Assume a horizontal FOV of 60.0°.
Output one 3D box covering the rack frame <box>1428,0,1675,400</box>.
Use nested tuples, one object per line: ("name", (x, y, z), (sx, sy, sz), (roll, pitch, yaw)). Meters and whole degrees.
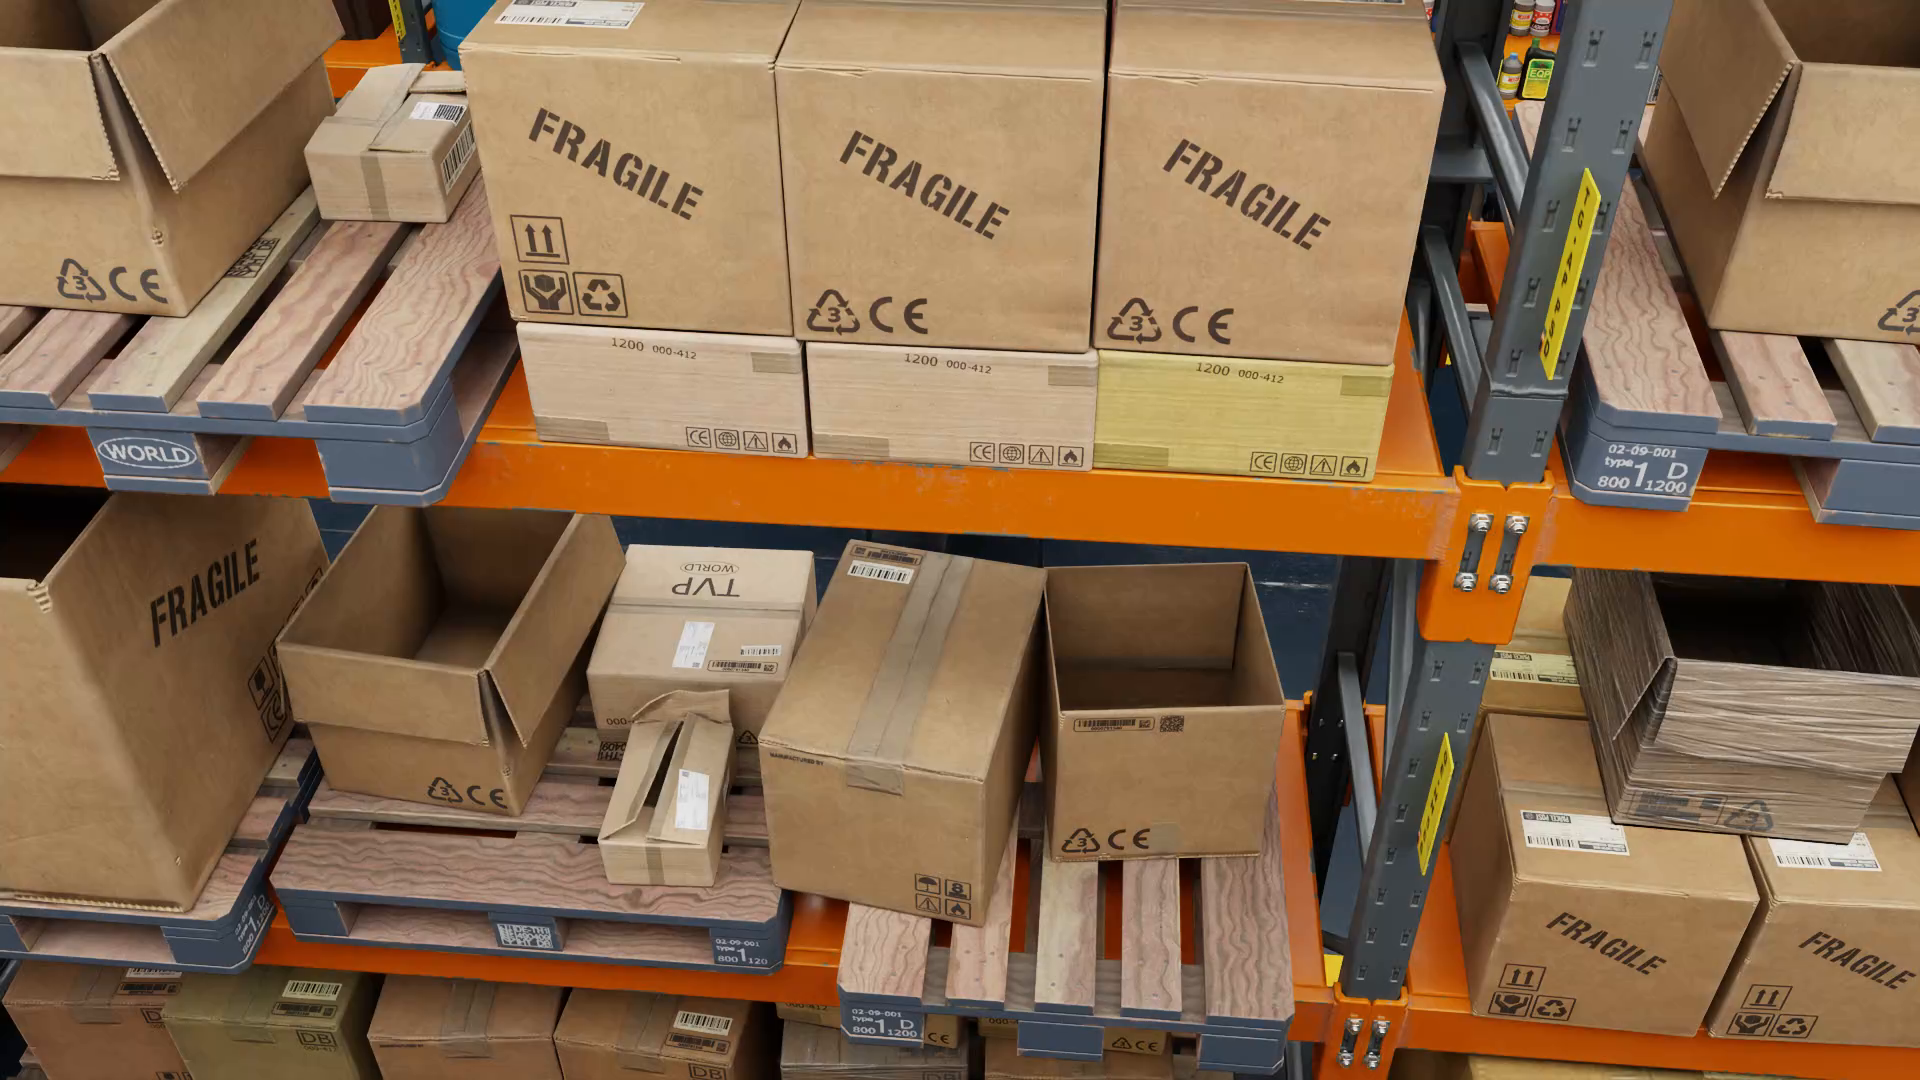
("rack frame", (0.996, -1.715, 2.229), (0.127, 3.000, 1.000), (3, 39, 4))

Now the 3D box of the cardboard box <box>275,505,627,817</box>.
("cardboard box", (-1.254, 0.227, 4.180), (0.637, 0.503, 0.797), (7, 40, 8))

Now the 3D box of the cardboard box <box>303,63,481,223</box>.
("cardboard box", (-1.112, -0.803, 3.336), (0.250, 0.166, 0.380), (2, 39, 3))

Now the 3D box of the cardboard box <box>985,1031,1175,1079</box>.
("cardboard box", (0.327, 1.386, 4.802), (0.500, 0.500, 0.700), (1, 39, 1))

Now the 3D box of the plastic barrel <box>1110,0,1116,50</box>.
("plastic barrel", (0.935, -2.391, 7.704), (0.708, 0.536, 0.600), (3, 39, 4))

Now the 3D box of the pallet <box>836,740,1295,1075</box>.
("pallet", (0.277, 0.714, 4.148), (1.003, 0.211, 1.213), (3, 39, 4))

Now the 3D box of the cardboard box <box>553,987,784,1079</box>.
("cardboard box", (-0.792, 1.338, 4.862), (0.500, 0.500, 0.700), (6, 40, 8))

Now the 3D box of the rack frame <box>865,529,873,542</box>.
("rack frame", (-0.371, -0.602, 6.801), (0.023, 1.500, 0.400), (3, 39, 4))

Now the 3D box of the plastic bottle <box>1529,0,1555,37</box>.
("plastic bottle", (2.886, -2.605, 8.232), (0.097, 0.201, 0.097), (0, 39, 0))

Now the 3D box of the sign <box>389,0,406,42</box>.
("sign", (-2.620, -2.483, 7.705), (0.005, 0.325, 0.100), (3, 39, 4))

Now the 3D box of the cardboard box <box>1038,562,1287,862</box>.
("cardboard box", (0.455, 0.406, 3.964), (0.500, 0.500, 0.500), (-1, 39, -2))

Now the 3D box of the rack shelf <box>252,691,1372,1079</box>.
("rack shelf", (-0.996, 0.782, 4.483), (4.000, 0.370, 1.077), (3, 39, 4))

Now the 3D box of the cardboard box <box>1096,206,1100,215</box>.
("cardboard box", (0.039, -0.708, 3.486), (0.500, 0.250, 0.500), (4, 39, 5))

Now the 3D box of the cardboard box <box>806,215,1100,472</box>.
("cardboard box", (0.006, -0.384, 3.088), (0.500, 0.250, 0.500), (3, 39, 4))

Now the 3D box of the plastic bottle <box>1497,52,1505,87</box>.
("plastic bottle", (2.417, -2.170, 7.632), (0.133, 0.283, 0.061), (3, 39, 4))

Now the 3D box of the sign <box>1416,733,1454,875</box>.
("sign", (0.959, 0.535, 3.362), (0.005, 0.325, 0.100), (3, 39, 4))

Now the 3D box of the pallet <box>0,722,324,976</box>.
("pallet", (-2.240, 0.601, 4.287), (1.213, 0.211, 1.003), (3, 39, 4))

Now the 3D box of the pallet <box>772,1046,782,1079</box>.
("pallet", (-0.994, 1.581, 5.140), (1.213, 0.211, 1.003), (3, 39, 4))

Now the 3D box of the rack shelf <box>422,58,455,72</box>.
("rack shelf", (-0.569, -2.333, 8.310), (4.000, 0.370, 1.077), (3, 39, 4))

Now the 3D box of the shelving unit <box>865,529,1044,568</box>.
("shelving unit", (-0.007, -0.582, 6.777), (0.755, 1.500, 0.431), (3, 39, 4))

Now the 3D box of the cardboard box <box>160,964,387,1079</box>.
("cardboard box", (-1.905, 1.277, 4.936), (0.500, 0.500, 0.700), (3, 39, 4))

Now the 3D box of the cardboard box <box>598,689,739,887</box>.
("cardboard box", (-0.688, 0.580, 3.935), (0.258, 0.266, 0.396), (2, 39, 3))

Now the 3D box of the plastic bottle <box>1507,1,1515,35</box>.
("plastic bottle", (2.692, -2.616, 8.245), (0.097, 0.201, 0.097), (0, 39, 0))

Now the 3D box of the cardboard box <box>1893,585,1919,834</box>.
("cardboard box", (2.372, 0.271, 3.667), (0.637, 0.503, 0.797), (4, 39, 5))

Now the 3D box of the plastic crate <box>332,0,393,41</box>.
("plastic crate", (-3.072, -2.806, 8.370), (0.504, 0.338, 0.767), (3, 39, 4))

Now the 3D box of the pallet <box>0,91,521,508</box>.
("pallet", (-1.349, -0.542, 3.312), (1.003, 0.211, 1.213), (3, 39, 4))

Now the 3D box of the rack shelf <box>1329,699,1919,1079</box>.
("rack shelf", (2.989, 0.999, 4.216), (4.000, 0.370, 1.077), (3, 39, 4))

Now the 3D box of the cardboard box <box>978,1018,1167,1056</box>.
("cardboard box", (0.326, 1.102, 4.558), (0.500, 0.250, 0.500), (5, 39, 6))

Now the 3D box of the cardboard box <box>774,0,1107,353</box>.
("cardboard box", (-0.012, -0.674, 2.851), (0.500, 0.500, 0.500), (3, 39, 4))

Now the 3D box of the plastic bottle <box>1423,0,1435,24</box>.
("plastic bottle", (2.304, -2.637, 8.271), (0.097, 0.201, 0.097), (0, 39, 0))

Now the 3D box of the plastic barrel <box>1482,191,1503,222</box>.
("plastic barrel", (3.038, -1.654, 8.483), (0.708, 0.588, 0.600), (3, 39, 4))

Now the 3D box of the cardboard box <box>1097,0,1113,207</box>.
("cardboard box", (0.045, -1.002, 3.253), (0.500, 0.500, 0.500), (3, 39, 4))

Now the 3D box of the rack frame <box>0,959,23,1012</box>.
("rack frame", (-2.989, 0.394, 4.390), (0.127, 3.000, 1.000), (3, 39, 4))

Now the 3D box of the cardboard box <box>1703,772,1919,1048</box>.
("cardboard box", (1.971, 0.797, 3.816), (0.500, 0.500, 0.500), (2, 39, 3))

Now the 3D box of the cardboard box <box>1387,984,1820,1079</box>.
("cardboard box", (1.682, 1.323, 4.598), (0.875, 0.875, 1.225), (1, 39, 2))

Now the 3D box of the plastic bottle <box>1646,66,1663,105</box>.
("plastic bottle", (3.209, -2.153, 7.617), (0.135, 0.276, 0.152), (3, 39, 4))

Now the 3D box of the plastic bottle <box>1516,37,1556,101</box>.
("plastic bottle", (2.647, -2.158, 7.617), (0.133, 0.283, 0.061), (3, 39, 4))

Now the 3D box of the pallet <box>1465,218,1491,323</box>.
("pallet", (2.213, -1.405, 8.809), (1.213, 0.211, 1.003), (3, 39, 4))
